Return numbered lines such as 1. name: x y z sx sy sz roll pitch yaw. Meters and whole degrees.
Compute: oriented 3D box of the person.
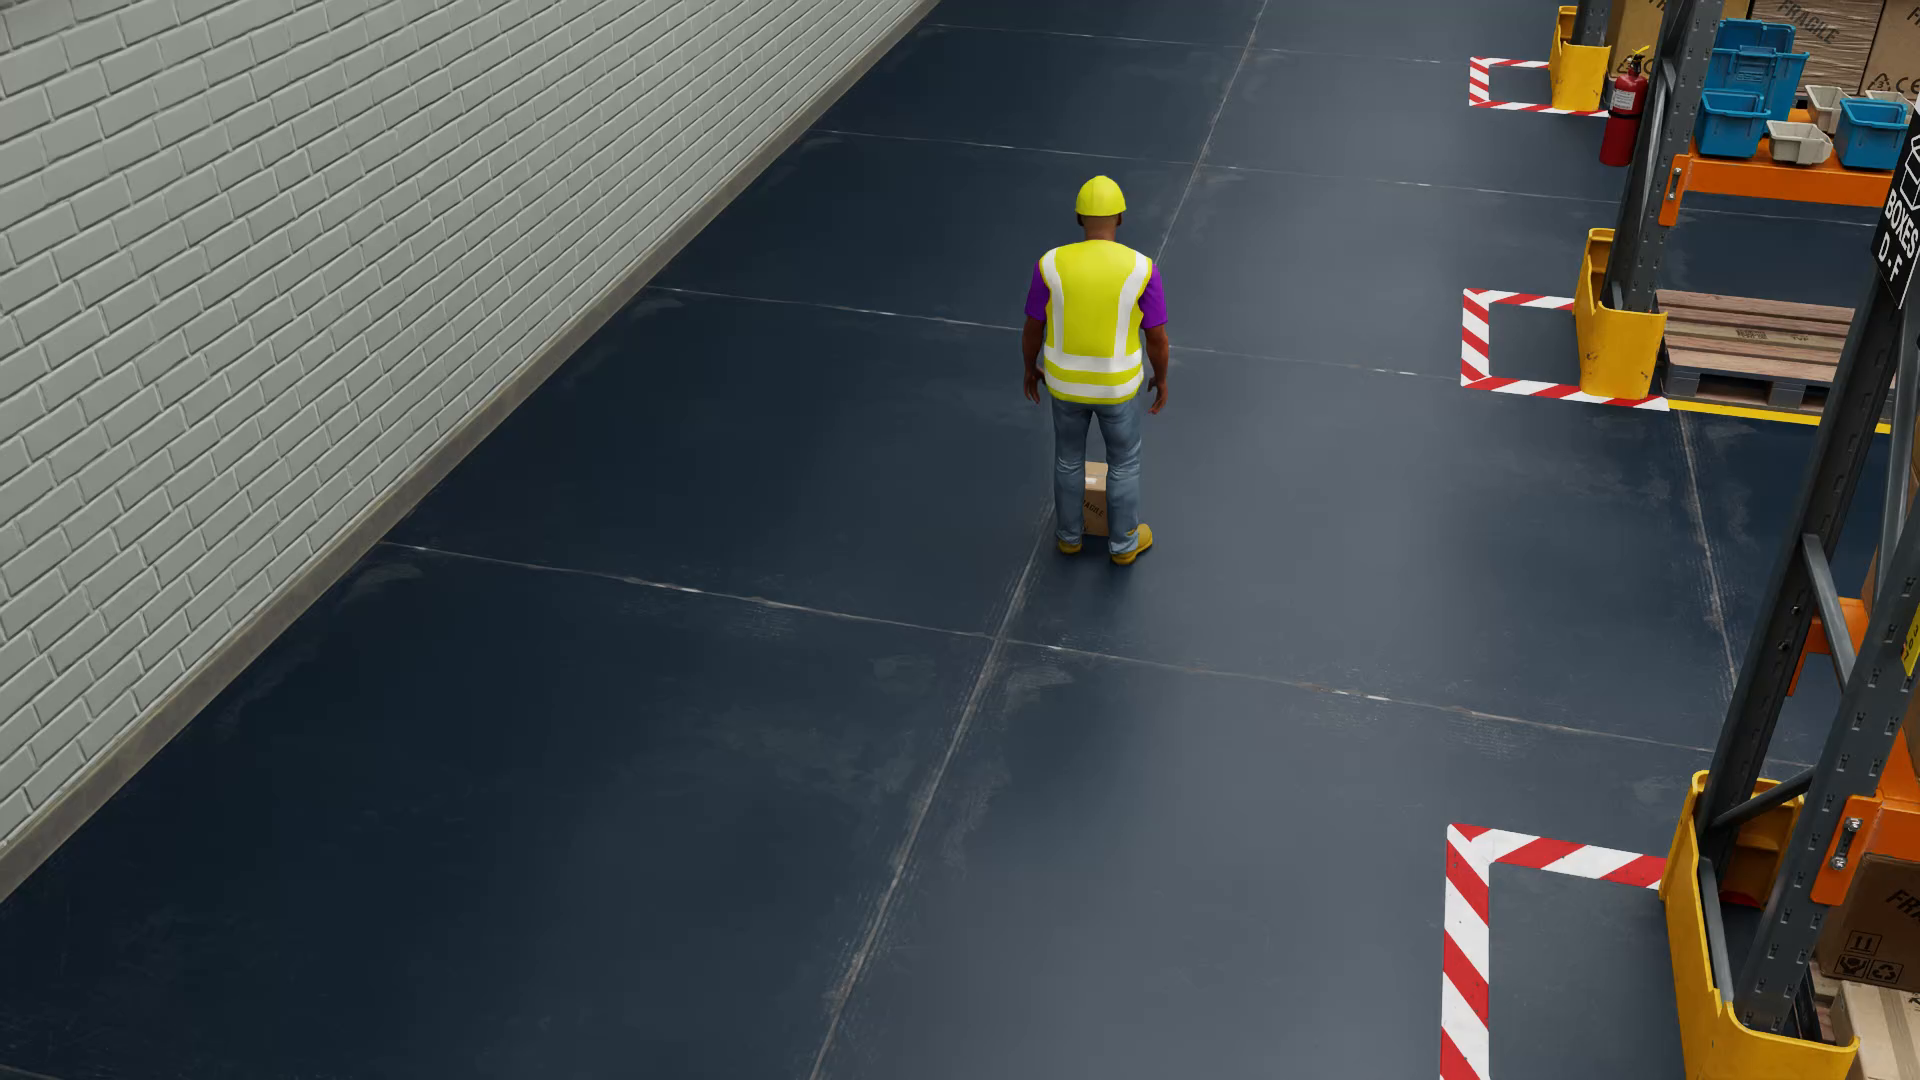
1. person: 0.588 -0.711 7.231 0.638 1.761 0.457 7 33 11
